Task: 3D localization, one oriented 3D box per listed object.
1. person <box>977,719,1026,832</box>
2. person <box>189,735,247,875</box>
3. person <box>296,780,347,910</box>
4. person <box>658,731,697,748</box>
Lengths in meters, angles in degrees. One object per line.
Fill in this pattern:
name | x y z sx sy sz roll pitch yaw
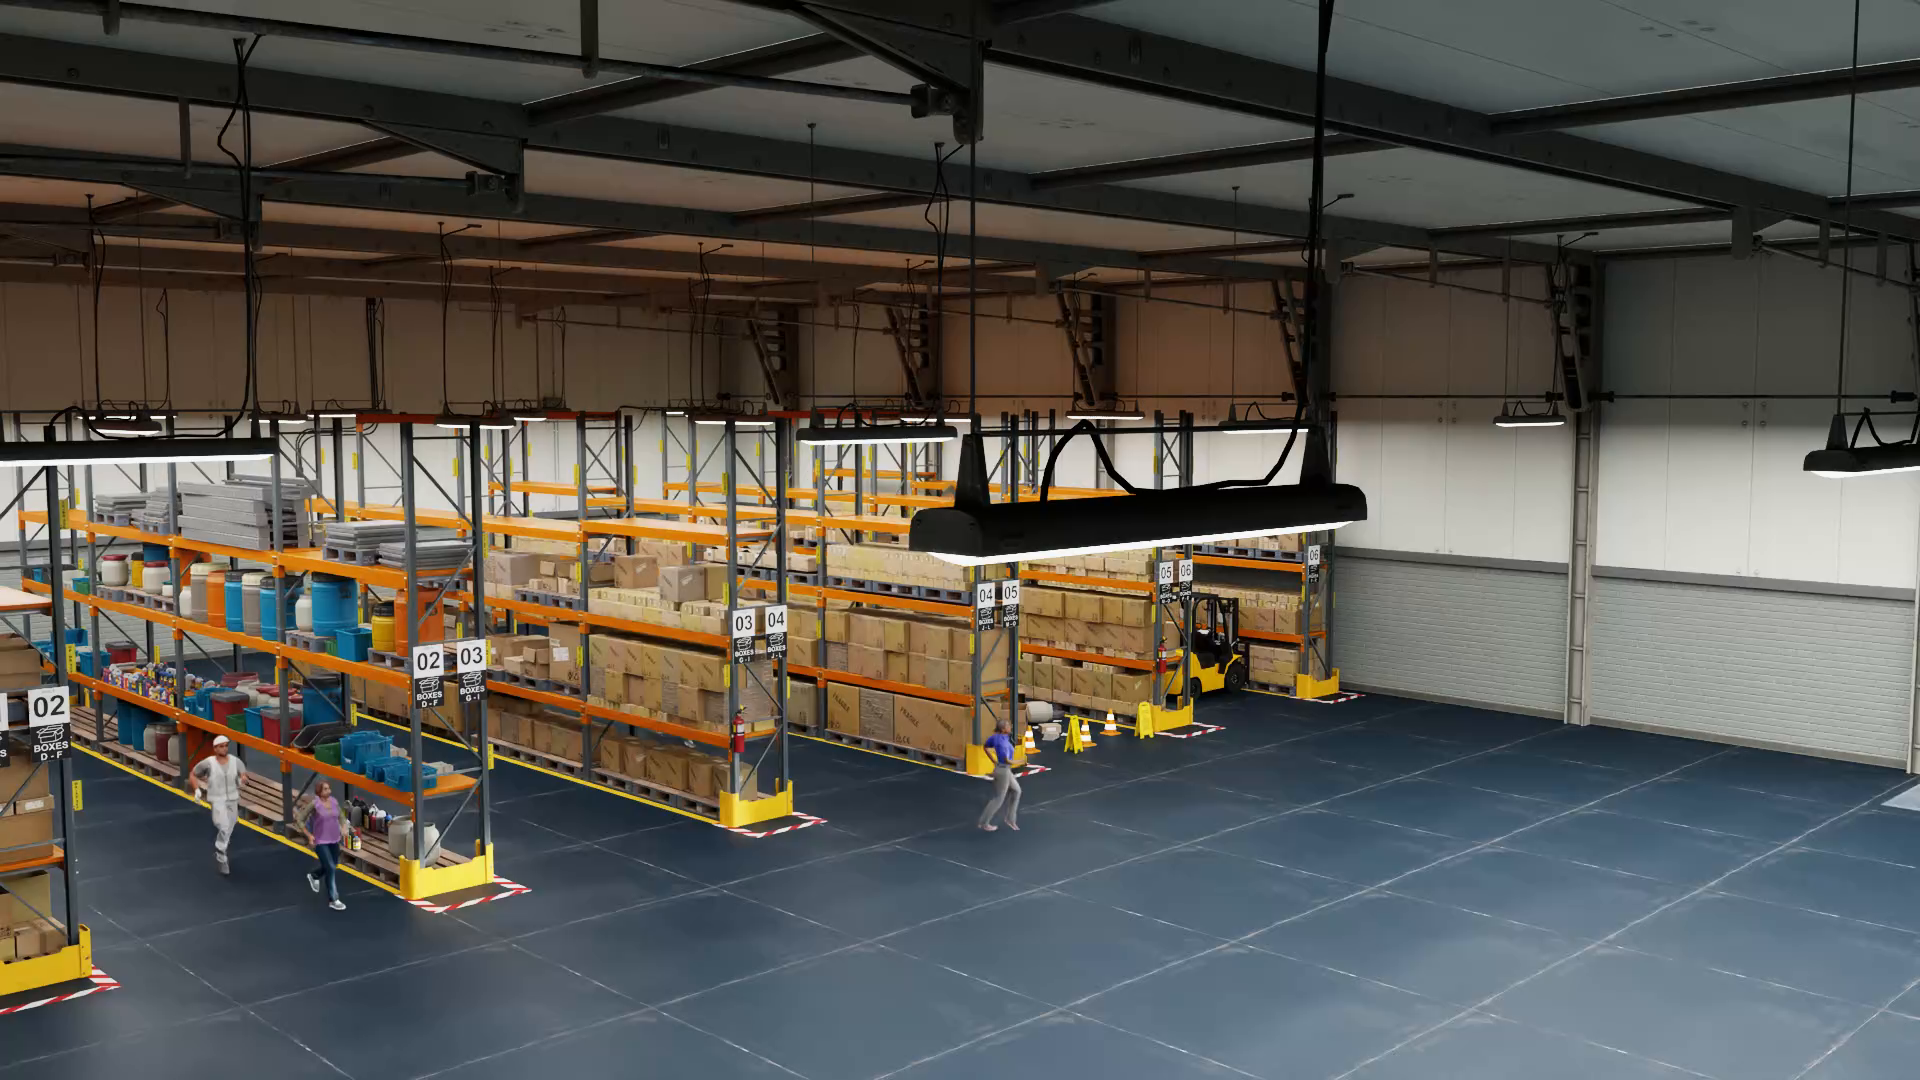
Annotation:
person | 0.599 3.431 24.090 0.726 1.705 0.576 -1 5 -7
person | -9.820 3.518 22.151 0.767 1.840 0.645 4 6 39
person | -7.900 3.747 20.621 0.823 1.578 0.565 4 6 36
person | -5.104 2.931 30.107 0.859 1.599 0.550 4 6 36
